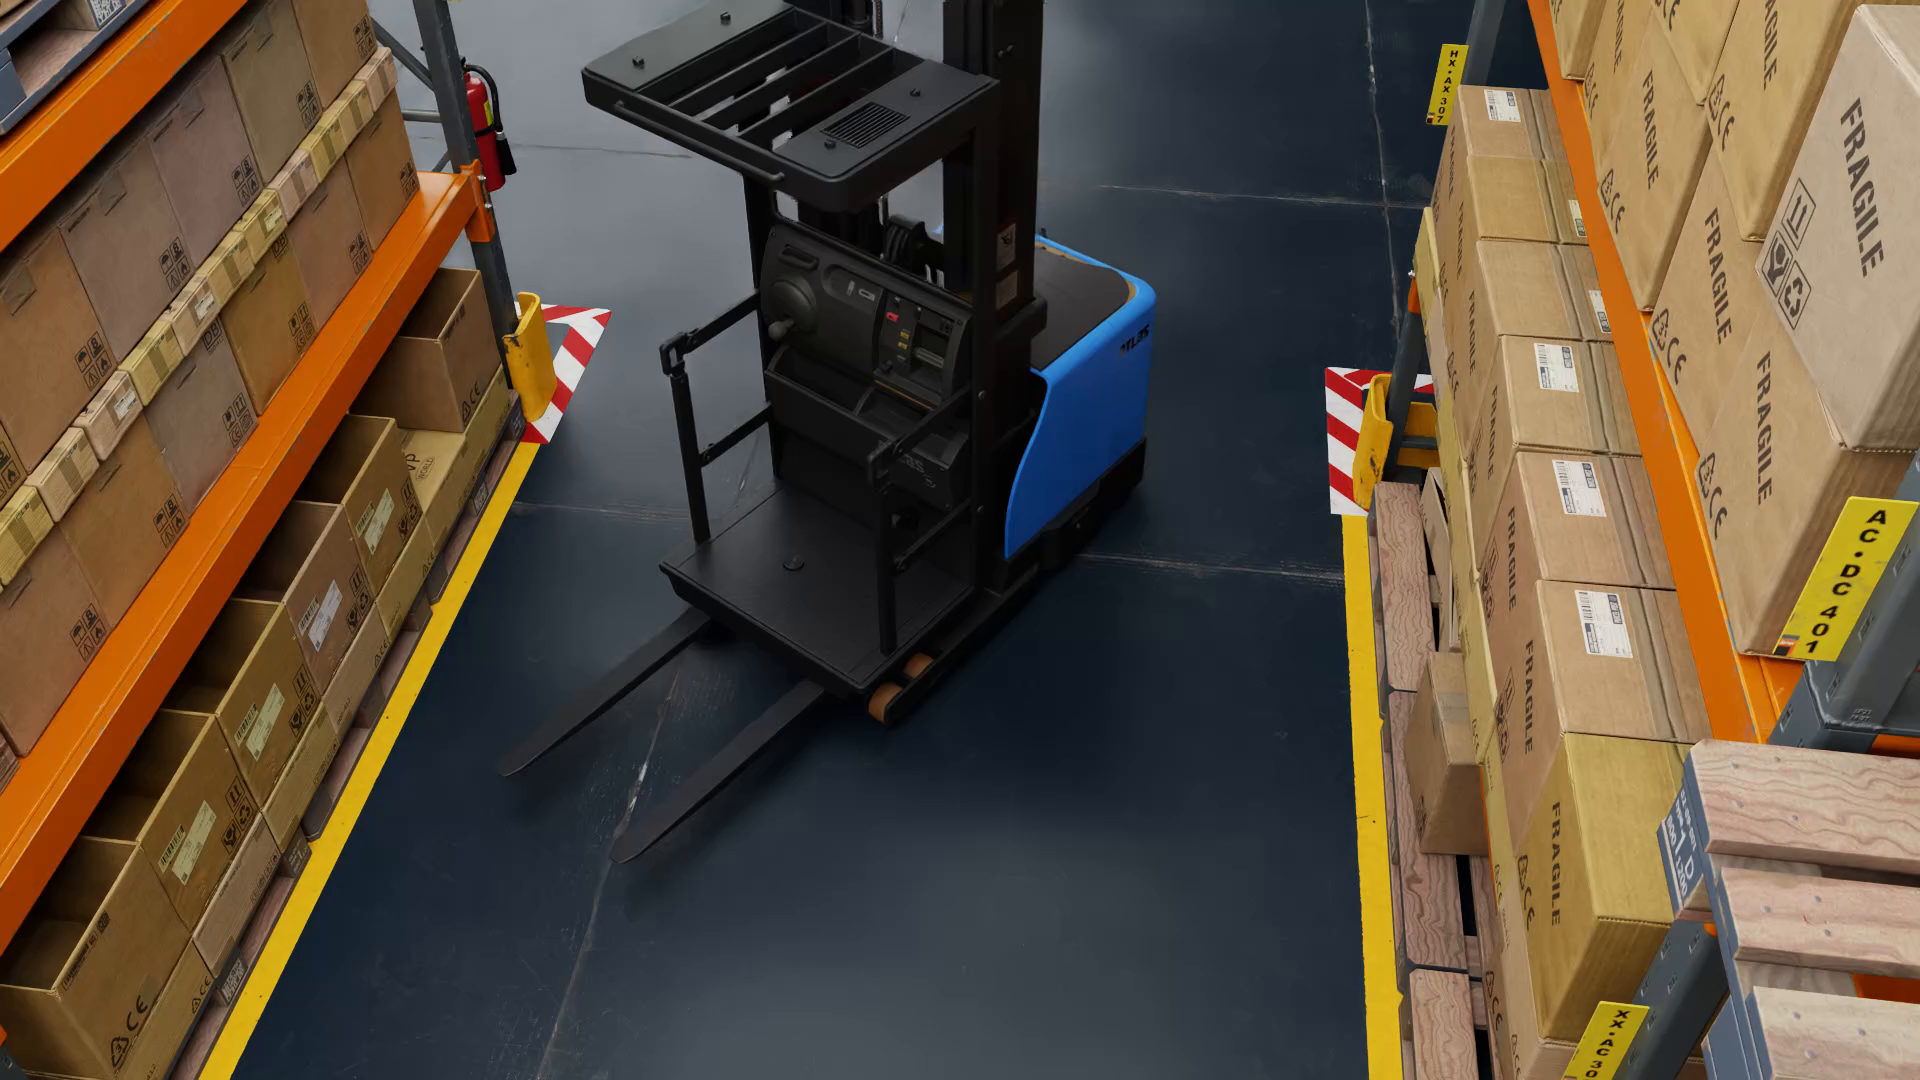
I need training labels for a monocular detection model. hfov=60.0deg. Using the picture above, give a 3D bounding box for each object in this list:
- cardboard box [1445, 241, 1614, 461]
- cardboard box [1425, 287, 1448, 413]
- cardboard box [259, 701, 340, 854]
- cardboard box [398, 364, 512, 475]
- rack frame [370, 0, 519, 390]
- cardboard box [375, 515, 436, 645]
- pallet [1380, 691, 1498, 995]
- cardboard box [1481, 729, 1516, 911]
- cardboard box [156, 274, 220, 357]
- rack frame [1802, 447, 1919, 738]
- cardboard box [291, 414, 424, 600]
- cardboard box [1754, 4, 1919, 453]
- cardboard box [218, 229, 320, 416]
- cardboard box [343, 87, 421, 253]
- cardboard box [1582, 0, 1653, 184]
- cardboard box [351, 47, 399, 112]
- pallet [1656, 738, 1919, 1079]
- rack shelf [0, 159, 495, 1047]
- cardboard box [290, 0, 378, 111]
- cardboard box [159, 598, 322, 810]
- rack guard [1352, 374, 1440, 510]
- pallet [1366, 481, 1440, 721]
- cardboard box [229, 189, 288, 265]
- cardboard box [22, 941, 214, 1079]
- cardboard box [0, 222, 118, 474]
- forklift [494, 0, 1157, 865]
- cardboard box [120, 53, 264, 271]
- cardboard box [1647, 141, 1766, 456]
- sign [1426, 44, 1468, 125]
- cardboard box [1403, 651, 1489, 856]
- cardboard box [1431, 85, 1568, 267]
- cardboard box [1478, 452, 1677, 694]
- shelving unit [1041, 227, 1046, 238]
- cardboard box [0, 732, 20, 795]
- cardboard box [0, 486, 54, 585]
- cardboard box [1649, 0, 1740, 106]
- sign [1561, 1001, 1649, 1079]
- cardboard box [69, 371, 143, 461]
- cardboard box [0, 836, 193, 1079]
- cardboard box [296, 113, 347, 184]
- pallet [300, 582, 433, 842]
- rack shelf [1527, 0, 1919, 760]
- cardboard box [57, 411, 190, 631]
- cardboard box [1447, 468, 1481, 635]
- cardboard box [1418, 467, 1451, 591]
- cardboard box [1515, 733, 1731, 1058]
[{"bbox_3d":[1.857,-0.582,5.232,0.500,0.500,0.500,4,44,4],"label":"cardboard box"},{"bbox_3d":[1.934,-0.636,5.835,0.500,0.250,0.500,4,44,4],"label":"cardboard box"},{"bbox_3d":[-2.567,0.813,5.904,0.500,0.250,0.500,5,44,6],"label":"cardboard box"},{"bbox_3d":[-2.321,-0.552,7.345,0.500,0.250,0.500,5,44,6],"label":"cardboard box"},{"bbox_3d":[-2.543,-1.790,6.959,1.000,3.000,0.127,5,44,6],"label":"rack frame"},{"bbox_3d":[-2.439,0.131,6.624,0.500,0.250,0.500,5,44,6],"label":"cardboard box"},{"bbox_3d":[2.052,1.102,5.933,1.003,0.211,1.213,5,44,6],"label":"pallet"},{"bbox_3d":[1.675,0.742,4.379,0.500,0.250,0.500,5,44,6],"label":"cardboard box"},{"bbox_3d":[-2.607,-0.727,5.291,0.380,0.149,0.250,5,44,5],"label":"cardboard box"},{"bbox_3d":[1.839,-0.795,1.544,1.000,3.000,0.127,5,44,6],"label":"rack frame"},{"bbox_3d":[-2.436,-0.141,6.366,0.500,0.500,0.500,5,44,6],"label":"cardboard box"},{"bbox_3d":[1.637,-0.478,2.577,0.500,0.500,0.500,2,43,2],"label":"cardboard box"},{"bbox_3d":[-2.753,-0.813,5.854,0.700,0.500,0.500,6,44,6],"label":"cardboard box"},{"bbox_3d":[-2.617,-1.509,6.590,0.700,0.500,0.500,5,44,6],"label":"cardboard box"},{"bbox_3d":[1.855,-1.186,4.052,0.500,0.500,0.500,8,44,8],"label":"cardboard box"},{"bbox_3d":[-2.404,-1.784,6.408,0.380,0.149,0.250,5,44,5],"label":"cardboard box"},{"bbox_3d":[1.652,0.774,2.206,1.213,0.211,1.003,5,44,6],"label":"pallet"},{"bbox_3d":[-2.807,-0.166,5.767,1.077,0.370,4.000,5,44,6],"label":"rack shelf"},{"bbox_3d":[-2.624,-1.944,6.106,0.700,0.500,0.500,5,44,6],"label":"cardboard box"},{"bbox_3d":[-2.568,0.541,5.646,0.500,0.500,0.500,5,44,6],"label":"cardboard box"},{"bbox_3d":[2.358,-0.383,7.291,1.175,0.500,0.348,5,44,6],"label":"rack guard"},{"bbox_3d":[2.216,0.273,6.809,1.003,0.211,1.213,5,44,6],"label":"pallet"},{"bbox_3d":[-2.541,-1.081,5.666,0.380,0.149,0.250,6,44,7],"label":"cardboard box"},{"bbox_3d":[-2.710,1.494,5.185,0.500,0.250,0.500,5,44,6],"label":"cardboard box"},{"bbox_3d":[-2.887,-0.560,4.644,0.700,0.500,0.500,5,44,5],"label":"cardboard box"},{"bbox_3d":[-0.491,-0.737,5.897,1.130,2.935,3.031,29,50,27],"label":"forklift"},{"bbox_3d":[-2.754,-1.242,5.364,0.700,0.500,0.500,5,44,6],"label":"cardboard box"},{"bbox_3d":[1.740,-0.459,3.284,0.500,0.500,0.500,2,43,2],"label":"cardboard box"},{"bbox_3d":[1.830,-1.706,6.240,0.100,0.325,0.005,5,44,6],"label":"sign"},{"bbox_3d":[1.965,0.753,5.771,0.700,0.500,0.500,3,44,3],"label":"cardboard box"},{"bbox_3d":[2.007,-1.269,5.958,0.500,0.500,0.500,5,44,6],"label":"cardboard box"},{"bbox_3d":[1.733,0.125,4.485,0.500,0.500,0.500,4,44,4],"label":"cardboard box"},{"bbox_3d":[0.226,-1.045,7.699,0.258,0.900,0.210,23,48,22],"label":"shelving unit"},{"bbox_3d":[-3.019,0.597,4.365,0.700,0.500,0.500,4,44,4],"label":"cardboard box"},{"bbox_3d":[-2.745,-0.027,4.553,0.380,0.149,0.250,5,44,5],"label":"cardboard box"},{"bbox_3d":[1.757,-1.209,3.350,0.500,0.500,0.500,4,44,4],"label":"cardboard box"},{"bbox_3d":[1.300,1.025,3.356,0.100,0.325,0.005,5,44,6],"label":"sign"},{"bbox_3d":[-2.678,-0.380,4.925,0.380,0.149,0.250,4,44,4],"label":"cardboard box"},{"bbox_3d":[-2.700,1.222,4.927,0.500,0.500,0.500,5,44,6],"label":"cardboard box"},{"bbox_3d":[-2.471,-1.431,6.036,0.380,0.149,0.250,5,44,5],"label":"cardboard box"},{"bbox_3d":[-2.766,0.577,6.487,1.003,0.211,1.213,5,44,6],"label":"pallet"},{"bbox_3d":[2.104,-0.807,4.262,1.077,0.370,4.000,5,44,6],"label":"rack shelf"},{"bbox_3d":[-2.886,-0.105,5.106,0.700,0.500,0.500,6,44,6],"label":"cardboard box"},{"bbox_3d":[1.792,0.055,5.105,0.500,0.250,0.500,6,44,6],"label":"cardboard box"},{"bbox_3d":[2.187,-0.062,6.770,0.500,0.311,0.500,1,43,1],"label":"cardboard box"},{"bbox_3d":[1.595,0.808,3.764,0.500,0.500,0.500,5,44,5],"label":"cardboard box"}]
